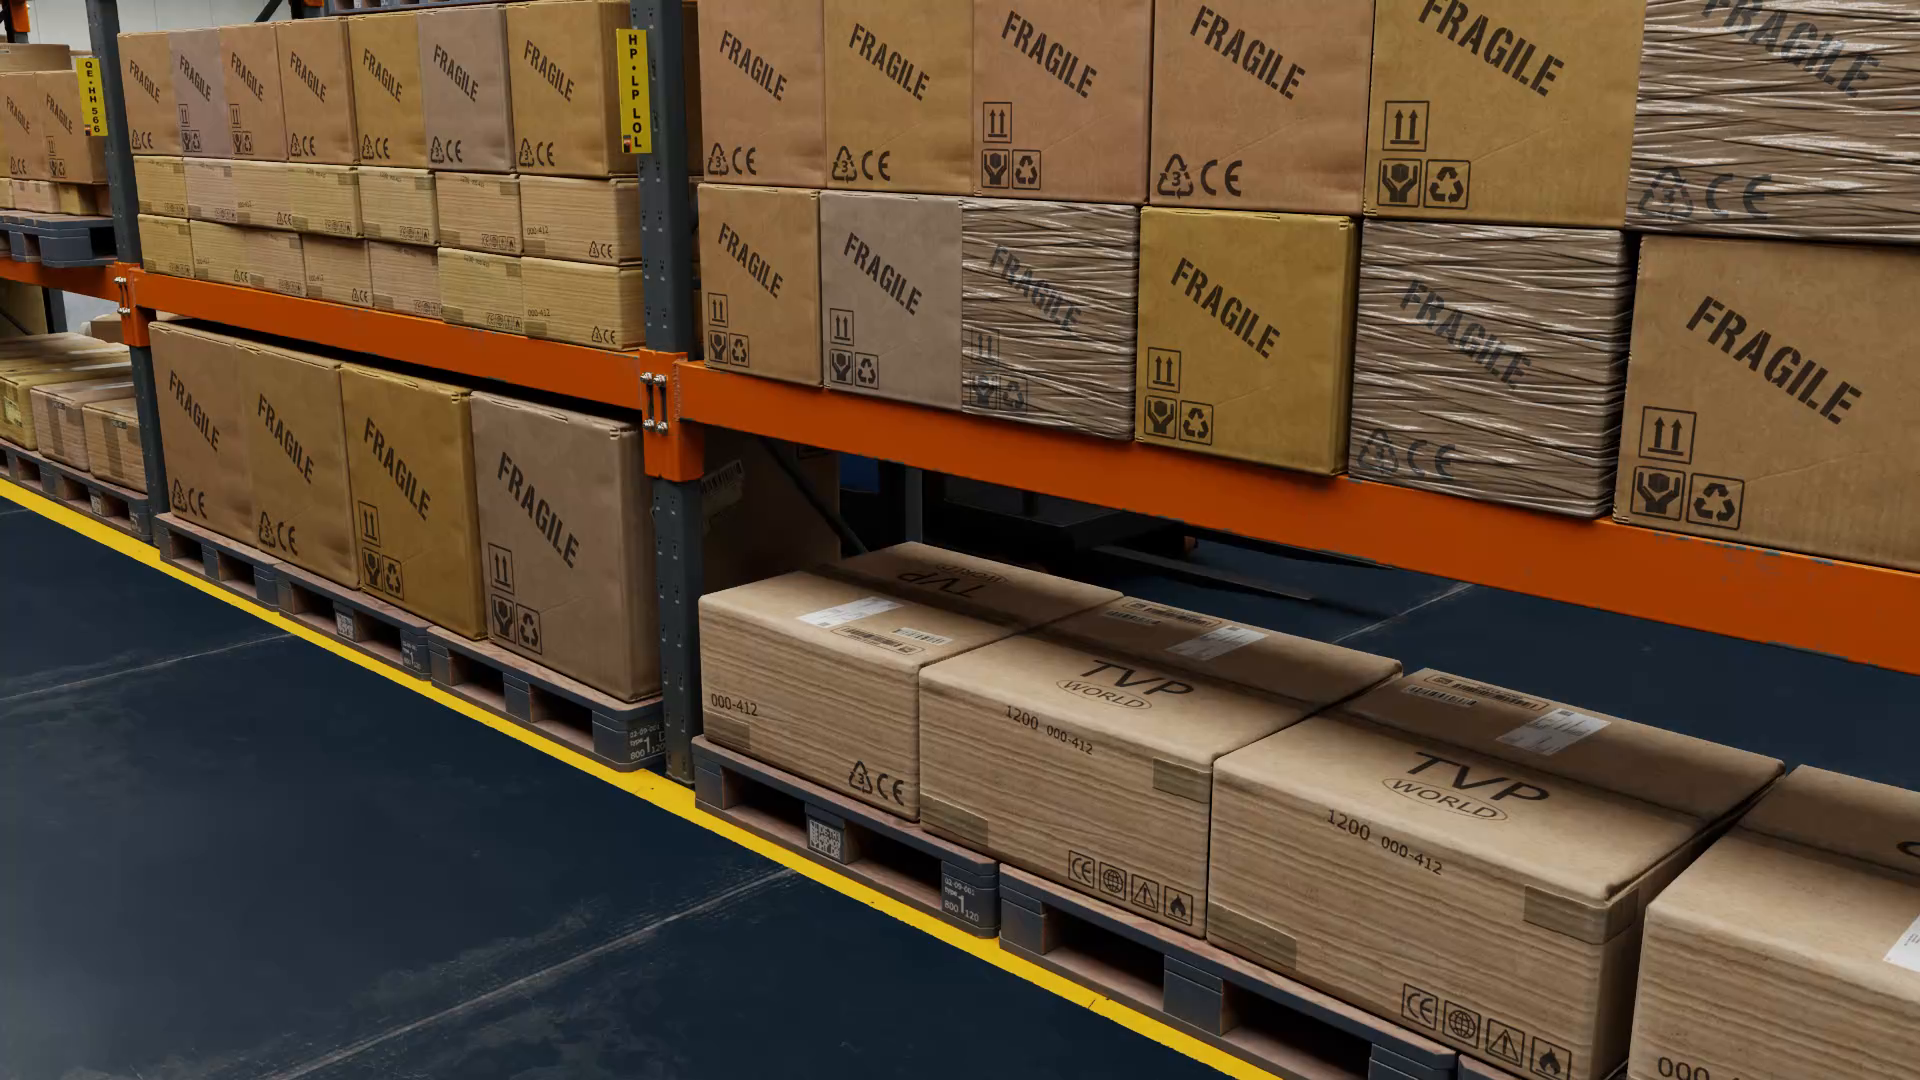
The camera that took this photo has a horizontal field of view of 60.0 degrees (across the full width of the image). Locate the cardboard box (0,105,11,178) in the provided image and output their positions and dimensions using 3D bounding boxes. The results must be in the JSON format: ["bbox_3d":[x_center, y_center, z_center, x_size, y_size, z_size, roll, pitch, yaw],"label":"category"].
[{"bbox_3d":[-4.658,-2.101,8.424,0.500,0.500,0.500,12,19,38],"label":"cardboard box"}]

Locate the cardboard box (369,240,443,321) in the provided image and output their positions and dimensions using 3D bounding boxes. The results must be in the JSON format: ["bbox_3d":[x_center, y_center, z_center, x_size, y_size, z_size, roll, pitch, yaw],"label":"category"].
[{"bbox_3d":[-1.728,-0.941,5.891,0.500,0.250,0.500,13,19,41],"label":"cardboard box"}]

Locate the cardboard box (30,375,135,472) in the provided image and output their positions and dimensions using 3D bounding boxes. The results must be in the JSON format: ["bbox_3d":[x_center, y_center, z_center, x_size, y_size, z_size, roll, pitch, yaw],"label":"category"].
[{"bbox_3d":[-4.331,-0.659,8.893,0.625,0.372,0.950,13,20,41],"label":"cardboard box"}]

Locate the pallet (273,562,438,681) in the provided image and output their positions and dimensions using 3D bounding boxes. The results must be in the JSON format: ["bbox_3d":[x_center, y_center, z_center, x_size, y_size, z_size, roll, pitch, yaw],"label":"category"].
[{"bbox_3d":[-2.005,0.215,6.688,1.213,0.211,1.003,14,20,42],"label":"pallet"}]

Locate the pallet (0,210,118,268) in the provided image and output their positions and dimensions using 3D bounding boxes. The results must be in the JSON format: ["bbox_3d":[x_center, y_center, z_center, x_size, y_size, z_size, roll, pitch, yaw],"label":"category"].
[{"bbox_3d":[-3.981,-1.512,8.166,1.003,0.211,1.213,14,20,42],"label":"pallet"}]

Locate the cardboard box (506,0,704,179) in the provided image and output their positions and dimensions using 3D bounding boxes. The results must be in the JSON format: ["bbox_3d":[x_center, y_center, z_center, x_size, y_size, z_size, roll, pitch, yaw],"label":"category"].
[{"bbox_3d":[-1.011,-1.364,5.038,0.500,0.500,0.500,-14,20,-42],"label":"cardboard box"}]

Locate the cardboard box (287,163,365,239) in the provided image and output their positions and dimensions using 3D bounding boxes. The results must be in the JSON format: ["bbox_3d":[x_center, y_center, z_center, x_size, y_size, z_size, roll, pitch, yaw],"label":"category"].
[{"bbox_3d":[-2.123,-1.264,6.140,0.500,0.250,0.500,14,20,43],"label":"cardboard box"}]

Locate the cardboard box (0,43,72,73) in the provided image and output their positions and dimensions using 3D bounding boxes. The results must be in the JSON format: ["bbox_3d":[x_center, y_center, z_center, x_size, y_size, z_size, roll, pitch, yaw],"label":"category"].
[{"bbox_3d":[-4.768,-2.444,8.455,0.250,0.149,0.380,12,19,40],"label":"cardboard box"}]

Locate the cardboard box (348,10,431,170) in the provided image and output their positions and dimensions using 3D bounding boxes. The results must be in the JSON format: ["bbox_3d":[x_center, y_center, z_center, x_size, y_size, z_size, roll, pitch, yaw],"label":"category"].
[{"bbox_3d":[-1.740,-1.546,5.734,0.500,0.500,0.500,-14,20,-43],"label":"cardboard box"}]

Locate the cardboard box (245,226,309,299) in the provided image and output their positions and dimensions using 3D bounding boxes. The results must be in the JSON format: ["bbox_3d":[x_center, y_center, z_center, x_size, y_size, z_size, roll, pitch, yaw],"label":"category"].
[{"bbox_3d":[-2.461,-1.116,6.564,0.500,0.250,0.500,-14,20,-42],"label":"cardboard box"}]

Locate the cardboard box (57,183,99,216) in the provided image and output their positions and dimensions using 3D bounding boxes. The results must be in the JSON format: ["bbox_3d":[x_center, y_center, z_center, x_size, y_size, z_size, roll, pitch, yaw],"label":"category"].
[{"bbox_3d":[-4.037,-1.630,7.902,0.250,0.149,0.380,14,20,43],"label":"cardboard box"}]

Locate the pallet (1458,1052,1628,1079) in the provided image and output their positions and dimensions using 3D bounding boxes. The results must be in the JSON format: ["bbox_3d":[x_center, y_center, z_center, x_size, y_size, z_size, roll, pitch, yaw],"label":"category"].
[{"bbox_3d":[1.735,1.124,3.199,1.213,0.211,1.003,14,20,42],"label":"pallet"}]

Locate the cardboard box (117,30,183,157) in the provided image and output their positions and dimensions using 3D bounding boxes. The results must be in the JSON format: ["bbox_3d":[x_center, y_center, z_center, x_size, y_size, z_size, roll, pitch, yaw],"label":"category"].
[{"bbox_3d":[-3.209,-1.901,7.097,0.500,0.500,0.500,13,19,40],"label":"cardboard box"}]

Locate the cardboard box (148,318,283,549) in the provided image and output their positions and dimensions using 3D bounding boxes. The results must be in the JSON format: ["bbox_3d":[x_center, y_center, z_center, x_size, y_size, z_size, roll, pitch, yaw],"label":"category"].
[{"bbox_3d":[-2.955,-0.539,7.431,0.875,0.875,0.875,13,20,42],"label":"cardboard box"}]

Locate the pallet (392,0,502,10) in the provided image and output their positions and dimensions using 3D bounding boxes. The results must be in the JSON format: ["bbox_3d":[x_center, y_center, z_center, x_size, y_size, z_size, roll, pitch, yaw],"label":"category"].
[{"bbox_3d":[-4.366,-4.883,14.950,1.213,0.211,1.003,14,20,42],"label":"pallet"}]

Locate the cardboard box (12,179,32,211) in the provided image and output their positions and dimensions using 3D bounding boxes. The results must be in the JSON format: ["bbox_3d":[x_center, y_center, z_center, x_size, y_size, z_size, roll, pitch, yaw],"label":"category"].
[{"bbox_3d":[-4.425,-1.711,8.215,0.250,0.149,0.380,12,19,40],"label":"cardboard box"}]

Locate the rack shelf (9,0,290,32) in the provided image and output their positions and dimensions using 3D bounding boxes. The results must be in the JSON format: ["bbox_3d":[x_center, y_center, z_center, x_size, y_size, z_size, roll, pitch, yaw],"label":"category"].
[{"bbox_3d":[-4.834,-2.953,8.794,4.000,0.370,1.077,14,20,42],"label":"rack shelf"}]

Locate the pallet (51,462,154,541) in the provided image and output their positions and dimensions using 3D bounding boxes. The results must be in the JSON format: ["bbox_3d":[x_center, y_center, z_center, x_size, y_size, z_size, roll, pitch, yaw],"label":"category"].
[{"bbox_3d":[-3.956,-0.287,8.615,1.213,0.211,1.003,14,20,42],"label":"pallet"}]

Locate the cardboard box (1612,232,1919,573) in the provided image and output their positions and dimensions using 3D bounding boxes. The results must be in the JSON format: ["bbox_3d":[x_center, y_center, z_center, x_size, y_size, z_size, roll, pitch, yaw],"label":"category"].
[{"bbox_3d":[1.483,-0.275,2.839,0.500,0.500,0.500,13,20,41],"label":"cardboard box"}]

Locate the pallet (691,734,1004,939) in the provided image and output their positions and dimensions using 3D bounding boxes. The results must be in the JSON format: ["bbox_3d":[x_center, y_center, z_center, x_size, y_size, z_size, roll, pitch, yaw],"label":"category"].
[{"bbox_3d":[-0.022,0.697,4.837,1.213,0.211,1.003,14,20,42],"label":"pallet"}]

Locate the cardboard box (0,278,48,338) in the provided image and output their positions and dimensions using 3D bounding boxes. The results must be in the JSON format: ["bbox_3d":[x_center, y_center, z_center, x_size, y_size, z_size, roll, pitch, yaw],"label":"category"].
[{"bbox_3d":[-6.511,-1.587,11.208,0.500,0.500,0.500,-13,20,-42],"label":"cardboard box"}]

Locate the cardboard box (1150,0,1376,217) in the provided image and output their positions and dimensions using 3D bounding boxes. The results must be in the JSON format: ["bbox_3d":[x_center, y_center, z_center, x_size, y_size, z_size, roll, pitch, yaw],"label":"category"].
[{"bbox_3d":[0.741,-0.934,3.388,0.500,0.500,0.500,13,20,42],"label":"cardboard box"}]

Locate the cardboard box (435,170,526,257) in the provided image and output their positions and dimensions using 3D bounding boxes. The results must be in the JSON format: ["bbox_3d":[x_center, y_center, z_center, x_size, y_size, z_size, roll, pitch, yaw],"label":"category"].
[{"bbox_3d":[-1.366,-1.088,5.464,0.500,0.250,0.500,-14,20,-43],"label":"cardboard box"}]

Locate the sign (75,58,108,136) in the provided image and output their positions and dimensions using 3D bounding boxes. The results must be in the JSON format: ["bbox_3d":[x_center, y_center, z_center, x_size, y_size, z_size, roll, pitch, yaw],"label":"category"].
[{"bbox_3d":[-3.764,-1.921,7.217,0.005,0.325,0.100,14,20,42],"label":"sign"}]

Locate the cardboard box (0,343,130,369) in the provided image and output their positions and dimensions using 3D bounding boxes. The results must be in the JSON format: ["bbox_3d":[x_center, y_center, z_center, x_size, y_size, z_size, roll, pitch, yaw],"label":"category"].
[{"bbox_3d":[-5.375,-0.915,9.872,0.950,0.372,0.625,-13,19,-41],"label":"cardboard box"}]

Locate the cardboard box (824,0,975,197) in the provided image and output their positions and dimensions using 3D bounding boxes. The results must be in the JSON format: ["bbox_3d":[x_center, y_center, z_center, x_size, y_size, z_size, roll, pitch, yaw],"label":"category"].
[{"bbox_3d":[0.019,-1.115,4.080,0.500,0.500,0.500,13,20,41],"label":"cardboard box"}]

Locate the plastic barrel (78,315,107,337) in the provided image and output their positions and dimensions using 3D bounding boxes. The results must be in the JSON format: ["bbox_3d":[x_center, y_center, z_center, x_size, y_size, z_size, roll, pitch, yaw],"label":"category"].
[{"bbox_3d":[-6.616,-1.566,13.103,0.512,0.421,0.421,-2,15,-6],"label":"plastic barrel"}]

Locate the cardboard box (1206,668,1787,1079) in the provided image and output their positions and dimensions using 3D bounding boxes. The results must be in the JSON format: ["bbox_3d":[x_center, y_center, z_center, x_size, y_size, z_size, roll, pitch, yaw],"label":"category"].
[{"bbox_3d":[1.156,0.681,3.617,0.875,0.438,0.875,-14,20,-43],"label":"cardboard box"}]

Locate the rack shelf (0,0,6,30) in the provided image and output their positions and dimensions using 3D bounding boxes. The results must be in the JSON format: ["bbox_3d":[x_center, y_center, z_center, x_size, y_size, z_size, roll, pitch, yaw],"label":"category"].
[{"bbox_3d":[-7.714,-3.653,11.480,4.000,0.370,1.077,14,20,42],"label":"rack shelf"}]

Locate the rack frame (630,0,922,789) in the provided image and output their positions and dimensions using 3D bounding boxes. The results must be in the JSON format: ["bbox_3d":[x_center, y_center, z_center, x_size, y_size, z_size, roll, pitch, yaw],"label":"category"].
[{"bbox_3d":[-0.515,-0.799,5.051,0.127,3.000,1.000,14,20,42],"label":"rack frame"}]

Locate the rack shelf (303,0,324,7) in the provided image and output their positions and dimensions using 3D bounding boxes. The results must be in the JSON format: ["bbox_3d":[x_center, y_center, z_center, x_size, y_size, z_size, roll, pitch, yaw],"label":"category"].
[{"bbox_3d":[-1.955,-2.253,6.107,4.000,0.370,1.077,14,20,42],"label":"rack shelf"}]

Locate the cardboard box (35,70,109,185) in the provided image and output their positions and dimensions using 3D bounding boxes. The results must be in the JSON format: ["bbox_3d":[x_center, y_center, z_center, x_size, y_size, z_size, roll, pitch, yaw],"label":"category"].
[{"bbox_3d":[-3.914,-1.924,7.746,0.500,0.500,0.500,13,19,41],"label":"cardboard box"}]

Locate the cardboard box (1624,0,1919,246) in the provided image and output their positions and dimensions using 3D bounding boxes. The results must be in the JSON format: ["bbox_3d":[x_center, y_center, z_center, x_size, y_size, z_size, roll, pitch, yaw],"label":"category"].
[{"bbox_3d":[1.456,-0.759,2.714,0.500,0.500,0.500,14,20,42],"label":"cardboard box"}]

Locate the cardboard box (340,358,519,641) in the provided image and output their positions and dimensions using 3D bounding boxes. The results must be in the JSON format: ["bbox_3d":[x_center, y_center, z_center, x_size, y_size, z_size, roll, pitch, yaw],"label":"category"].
[{"bbox_3d":[-1.672,-0.225,6.228,0.875,0.875,0.875,-14,20,-43],"label":"cardboard box"}]

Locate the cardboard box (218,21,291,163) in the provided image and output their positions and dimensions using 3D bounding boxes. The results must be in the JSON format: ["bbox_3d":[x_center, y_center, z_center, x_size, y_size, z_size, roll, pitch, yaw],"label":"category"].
[{"bbox_3d":[-2.483,-1.723,6.413,0.500,0.500,0.500,-14,20,-43],"label":"cardboard box"}]

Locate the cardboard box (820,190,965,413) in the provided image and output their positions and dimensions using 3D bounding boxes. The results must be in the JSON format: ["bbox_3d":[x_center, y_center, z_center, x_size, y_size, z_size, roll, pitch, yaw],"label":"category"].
[{"bbox_3d":[0.001,-0.629,4.200,0.500,0.500,0.500,14,20,43],"label":"cardboard box"}]

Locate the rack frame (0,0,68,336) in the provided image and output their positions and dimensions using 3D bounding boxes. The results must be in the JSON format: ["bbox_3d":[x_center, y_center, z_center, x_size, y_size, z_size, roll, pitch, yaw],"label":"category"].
[{"bbox_3d":[-6.274,-2.200,10.424,0.127,3.000,1.000,14,20,42],"label":"rack frame"}]

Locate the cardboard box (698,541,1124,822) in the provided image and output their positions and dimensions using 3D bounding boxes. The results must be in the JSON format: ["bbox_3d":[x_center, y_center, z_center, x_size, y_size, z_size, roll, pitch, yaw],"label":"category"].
[{"bbox_3d":[-0.137,0.367,4.825,0.875,0.438,0.875,13,20,41],"label":"cardboard box"}]

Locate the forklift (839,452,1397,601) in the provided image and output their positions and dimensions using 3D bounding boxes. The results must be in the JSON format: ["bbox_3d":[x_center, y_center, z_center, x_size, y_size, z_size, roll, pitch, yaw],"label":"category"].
[{"bbox_3d":[0.449,-1.307,7.135,3.031,2.935,1.130,14,20,43],"label":"forklift"}]

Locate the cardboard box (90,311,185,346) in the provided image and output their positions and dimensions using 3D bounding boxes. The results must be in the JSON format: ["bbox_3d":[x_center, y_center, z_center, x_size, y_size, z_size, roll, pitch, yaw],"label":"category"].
[{"bbox_3d":[-6.101,-1.426,12.407,0.500,0.500,0.500,-2,15,-6],"label":"cardboard box"}]

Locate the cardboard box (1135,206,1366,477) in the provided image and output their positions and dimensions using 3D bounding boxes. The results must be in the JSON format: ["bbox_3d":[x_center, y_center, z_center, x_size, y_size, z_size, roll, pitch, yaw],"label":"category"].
[{"bbox_3d":[0.725,-0.451,3.515,0.500,0.500,0.500,-14,20,-43],"label":"cardboard box"}]

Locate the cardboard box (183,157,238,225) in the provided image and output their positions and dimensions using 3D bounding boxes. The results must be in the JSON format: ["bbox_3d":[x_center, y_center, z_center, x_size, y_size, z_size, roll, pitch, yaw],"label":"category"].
[{"bbox_3d":[-2.830,-1.445,6.833,0.500,0.250,0.500,-14,20,-43],"label":"cardboard box"}]

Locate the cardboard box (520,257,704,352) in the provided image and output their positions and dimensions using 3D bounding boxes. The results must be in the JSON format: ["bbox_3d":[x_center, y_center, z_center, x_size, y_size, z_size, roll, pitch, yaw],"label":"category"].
[{"bbox_3d":[-1.013,-0.760,5.196,0.500,0.250,0.500,13,19,41],"label":"cardboard box"}]

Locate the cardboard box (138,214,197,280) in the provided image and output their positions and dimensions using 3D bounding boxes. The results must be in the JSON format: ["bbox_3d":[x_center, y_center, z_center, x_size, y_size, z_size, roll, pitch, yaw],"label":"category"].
[{"bbox_3d":[-3.217,-1.296,7.253,0.500,0.250,0.500,13,20,41],"label":"cardboard box"}]
